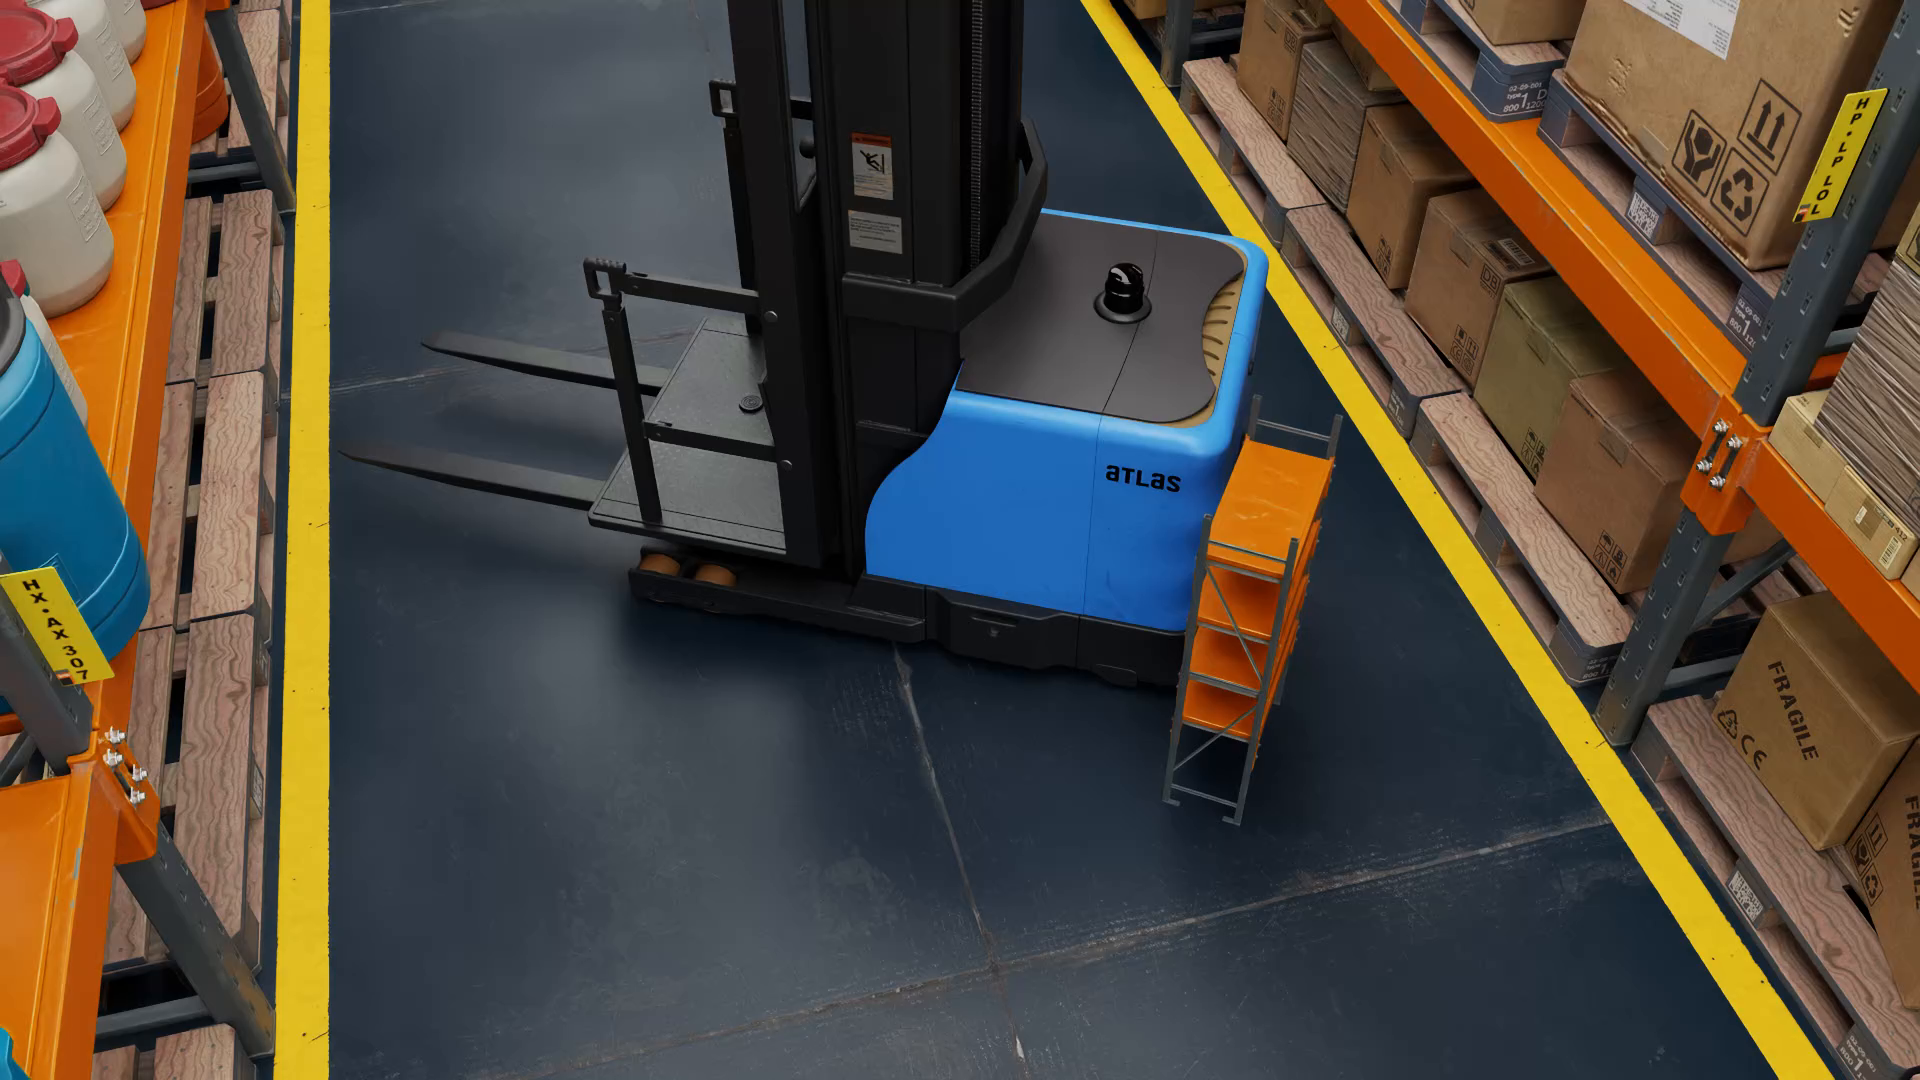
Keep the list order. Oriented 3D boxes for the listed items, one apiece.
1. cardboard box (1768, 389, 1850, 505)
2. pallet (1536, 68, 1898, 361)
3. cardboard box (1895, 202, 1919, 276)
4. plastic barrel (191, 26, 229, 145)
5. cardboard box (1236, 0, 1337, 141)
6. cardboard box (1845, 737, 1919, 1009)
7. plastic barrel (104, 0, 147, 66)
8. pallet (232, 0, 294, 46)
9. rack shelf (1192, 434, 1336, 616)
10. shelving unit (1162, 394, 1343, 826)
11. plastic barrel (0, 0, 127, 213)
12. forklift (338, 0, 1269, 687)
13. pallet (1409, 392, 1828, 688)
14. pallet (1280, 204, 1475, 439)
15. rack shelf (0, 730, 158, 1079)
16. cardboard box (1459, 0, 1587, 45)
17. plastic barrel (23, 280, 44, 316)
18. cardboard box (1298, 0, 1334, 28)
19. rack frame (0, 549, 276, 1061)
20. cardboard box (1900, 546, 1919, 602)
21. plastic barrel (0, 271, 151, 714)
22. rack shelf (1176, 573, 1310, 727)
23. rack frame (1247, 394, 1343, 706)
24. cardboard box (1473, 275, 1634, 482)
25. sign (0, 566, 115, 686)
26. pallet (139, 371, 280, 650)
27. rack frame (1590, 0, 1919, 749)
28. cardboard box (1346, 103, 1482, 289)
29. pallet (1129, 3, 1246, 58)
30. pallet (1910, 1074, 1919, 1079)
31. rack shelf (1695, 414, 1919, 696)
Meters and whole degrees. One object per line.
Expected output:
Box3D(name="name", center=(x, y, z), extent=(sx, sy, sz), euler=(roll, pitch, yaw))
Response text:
Box3D(name="cardboard box", center=(2.237, -0.250, 4.070), extent=(0.380, 0.149, 0.250), euler=(-11, 47, -10))
Box3D(name="pallet", center=(2.417, -1.028, 4.792), extent=(1.003, 0.211, 1.213), euler=(-11, 47, -10))
Box3D(name="cardboard box", center=(2.342, -0.673, 3.331), extent=(0.500, 0.500, 0.500), euler=(-11, 47, -10))
Box3D(name="plastic barrel", center=(-3.481, -2.119, 6.952), extent=(0.600, 0.830, 0.708), euler=(-11, 47, -10))
Box3D(name="cardboard box", center=(1.639, -2.123, 7.172), extent=(0.700, 0.500, 0.500), euler=(-13, 47, -12))
Box3D(name="cardboard box", center=(2.690, 0.864, 4.259), extent=(0.500, 0.500, 0.500), euler=(3, 46, 2))
Box3D(name="plastic barrel", center=(-2.870, -1.765, 5.301), extent=(0.421, 0.512, 0.421), euler=(0, 46, 0))
Box3D(name="pallet", center=(-3.890, -2.799, 8.345), extent=(1.003, 0.211, 1.213), euler=(-11, 47, -10))
Box3D(name="rack shelf", center=(0.808, -0.047, 4.406), extent=(0.258, 0.148, 0.480), euler=(16, 48, 15))
Box3D(name="shelving unit", center=(0.808, 0.228, 4.686), extent=(0.258, 1.200, 0.503), euler=(16, 48, 15))
Box3D(name="plastic barrel", center=(-2.647, -1.189, 4.720), extent=(0.433, 0.535, 0.433), euler=(0, 46, 0))
Box3D(name="forklift", center=(-0.603, -1.138, 4.813), extent=(3.031, 2.935, 1.130), euler=(10, 47, 10))
Box3D(name="pallet", center=(2.272, -0.102, 5.703), extent=(1.003, 0.211, 1.213), euler=(-11, 47, -10))
Box3D(name="pallet", center=(1.956, -0.946, 6.530), extent=(1.003, 0.211, 1.213), euler=(-11, 47, -10))
Box3D(name="rack shelf", center=(-1.804, 1.997, 2.196), extent=(1.077, 0.370, 4.000), euler=(-11, 47, -10))
Box3D(name="cardboard box", center=(1.939, -1.904, 5.150), extent=(0.797, 0.503, 0.637), euler=(-6, 46, -6))
Box3D(name="plastic barrel", center=(-2.506, -0.529, 4.265), extent=(0.301, 0.262, 0.301), euler=(0, 46, 0))
Box3D(name="cardboard box", center=(1.649, -2.387, 6.906), extent=(0.500, 0.250, 0.500), euler=(-9, 46, -9))
Box3D(name="rack frame", center=(-2.316, 0.364, 3.293), extent=(1.000, 3.000, 0.127), euler=(-11, 47, -10))
Box3D(name="cardboard box", center=(2.379, 0.093, 3.735), extent=(0.380, 0.149, 0.250), euler=(-11, 47, -10))
Box3D(name="plastic barrel", center=(-2.122, -0.133, 3.429), extent=(0.600, 0.901, 0.708), euler=(-11, 47, -10))
Box3D(name="rack shelf", center=(0.808, 0.275, 4.734), extent=(0.258, 0.148, 0.480), euler=(16, 48, 15))
Box3D(name="rack frame", center=(0.898, 0.066, 4.845), extent=(0.240, 1.200, 0.015), euler=(16, 48, 15))
Box3D(name="cardboard box", center=(2.232, -0.581, 5.661), extent=(0.700, 0.500, 0.500), euler=(-11, 47, -11))
Box3D(name="sign", center=(-1.781, 0.175, 3.285), extent=(0.100, 0.325, 0.005), euler=(-11, 47, -10))
Box3D(name="pallet", center=(-2.870, -0.039, 5.640), extent=(1.003, 0.211, 1.213), euler=(-11, 47, -10))
Box3D(name="rack frame", center=(2.472, -0.541, 4.180), extent=(1.000, 3.000, 0.127), euler=(-11, 47, -10))
Box3D(name="cardboard box", center=(1.945, -1.352, 6.417), extent=(0.700, 0.500, 0.500), euler=(-7, 46, -7))
Box3D(name="pallet", center=(1.319, -2.885, 8.429), extent=(1.003, 0.211, 1.213), euler=(-11, 47, -10))
Box3D(name="pallet", center=(2.994, 1.736, 3.901), extent=(1.003, 0.211, 1.213), euler=(-11, 47, -10))
Box3D(name="rack shelf", center=(2.984, 1.091, 3.084), extent=(1.077, 0.370, 4.000), euler=(-11, 47, -10))
